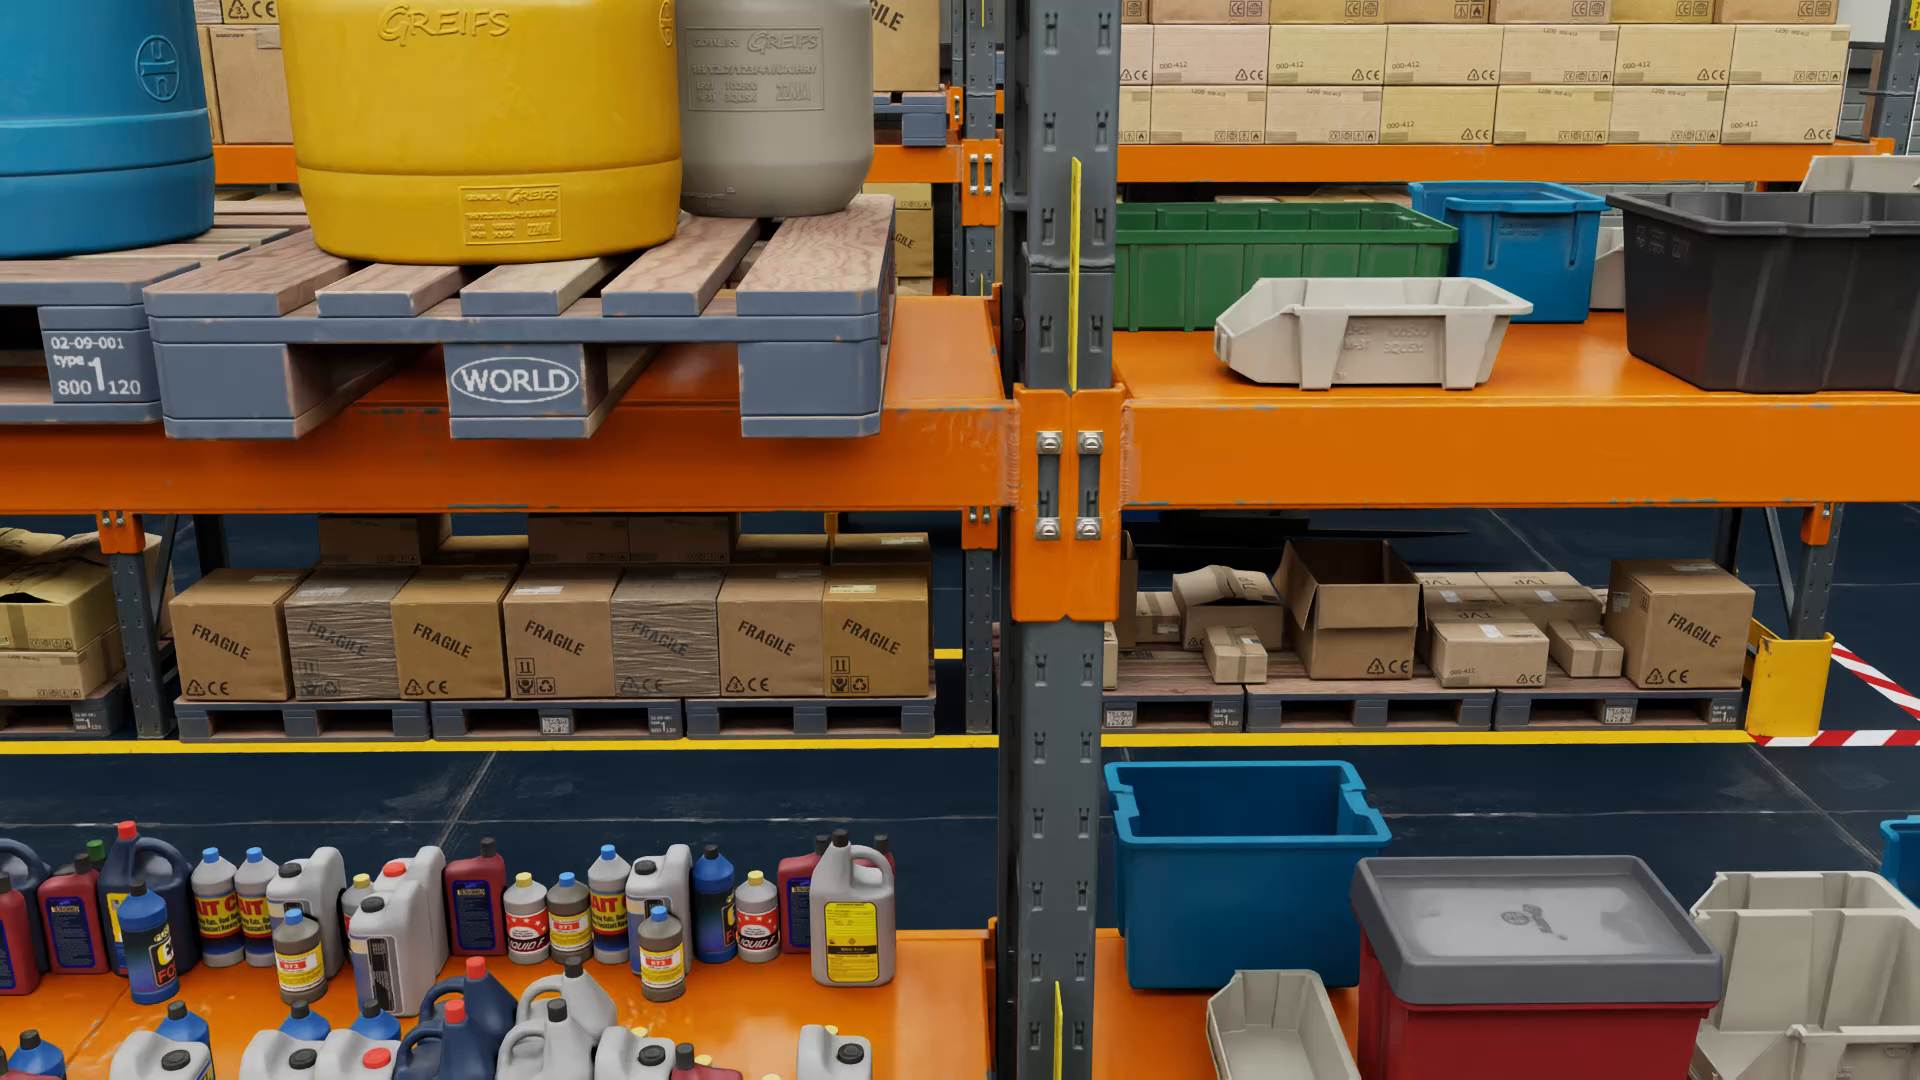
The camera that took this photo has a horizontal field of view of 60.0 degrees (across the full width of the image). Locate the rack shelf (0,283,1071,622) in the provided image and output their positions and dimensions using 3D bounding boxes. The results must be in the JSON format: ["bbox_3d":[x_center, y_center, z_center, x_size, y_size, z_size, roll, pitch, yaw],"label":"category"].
[{"bbox_3d":[-1.841,-0.195,3.012,4.000,0.370,1.077,0,18,-1],"label":"rack shelf"}]

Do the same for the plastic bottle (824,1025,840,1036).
[{"bbox_3d":[-0.251,1.038,3.226,0.097,0.201,0.097,0,18,0],"label":"plastic bottle"}]

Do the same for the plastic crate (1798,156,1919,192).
[{"bbox_3d":[1.937,-0.594,3.271,0.530,0.282,0.437,0,18,-1],"label":"plastic crate"}]

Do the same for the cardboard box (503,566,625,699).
[{"bbox_3d":[-1.909,0.444,8.125,0.500,0.500,0.500,-1,18,-3],"label":"cardboard box"}]

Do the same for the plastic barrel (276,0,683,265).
[{"bbox_3d":[-0.751,-0.770,2.632,0.600,0.588,0.600,0,18,0],"label":"plastic barrel"}]

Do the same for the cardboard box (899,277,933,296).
[{"bbox_3d":[-0.332,-1.947,12.584,0.250,0.149,0.380,0,18,0],"label":"cardboard box"}]

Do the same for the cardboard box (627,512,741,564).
[{"bbox_3d":[-1.404,-0.075,8.516,0.500,0.250,0.500,0,18,-1],"label":"cardboard box"}]

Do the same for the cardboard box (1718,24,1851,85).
[{"bbox_3d":[3.574,-2.166,7.405,0.500,0.250,0.500,0,18,-1],"label":"cardboard box"}]

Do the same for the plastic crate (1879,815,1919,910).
[{"bbox_3d":[2.289,0.821,3.752,0.300,0.233,0.416,0,18,-1],"label":"plastic crate"}]

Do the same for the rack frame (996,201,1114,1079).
[{"bbox_3d":[0.158,0.881,3.390,0.127,3.000,1.000,0,18,-1],"label":"rack frame"}]

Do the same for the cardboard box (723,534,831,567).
[{"bbox_3d":[-0.937,0.283,8.627,0.500,0.500,0.500,0,18,0],"label":"cardboard box"}]

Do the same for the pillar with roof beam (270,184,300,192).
[{"bbox_3d":[-5.243,-3.925,8.552,0.400,9.000,9.100,0,18,-1],"label":"pillar with roof beam"}]

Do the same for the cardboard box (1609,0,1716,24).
[{"bbox_3d":[3.069,-2.619,7.590,0.500,0.500,0.700,0,18,-1],"label":"cardboard box"}]

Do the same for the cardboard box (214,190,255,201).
[{"bbox_3d":[-5.713,-2.364,12.624,0.500,0.500,0.700,0,18,-1],"label":"cardboard box"}]

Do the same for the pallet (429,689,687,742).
[{"bbox_3d":[-1.952,0.718,8.463,1.213,0.211,1.003,0,18,-1],"label":"pallet"}]

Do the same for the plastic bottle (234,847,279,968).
[{"bbox_3d":[-1.585,0.826,3.773,0.097,0.271,0.097,0,18,0],"label":"plastic bottle"}]

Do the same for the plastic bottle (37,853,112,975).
[{"bbox_3d":[-1.981,0.835,3.724,0.133,0.283,0.061,0,18,-1],"label":"plastic bottle"}]

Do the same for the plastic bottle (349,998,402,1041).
[{"bbox_3d":[-1.121,1.009,3.202,0.097,0.271,0.097,0,18,0],"label":"plastic bottle"}]

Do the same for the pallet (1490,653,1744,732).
[{"bbox_3d":[3.210,0.681,8.579,1.213,0.211,1.003,0,18,-1],"label":"pallet"}]

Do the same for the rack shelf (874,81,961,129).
[{"bbox_3d":[-1.998,-3.221,12.444,4.000,0.370,1.077,0,18,-1],"label":"rack shelf"}]

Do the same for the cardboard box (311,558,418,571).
[{"bbox_3d":[-2.984,0.292,8.599,0.500,0.500,0.500,0,18,1],"label":"cardboard box"}]

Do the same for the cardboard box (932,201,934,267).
[{"bbox_3d":[-0.462,-2.418,12.992,0.500,0.500,0.500,-1,18,-3],"label":"cardboard box"}]

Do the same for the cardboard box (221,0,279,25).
[{"bbox_3d":[-2.969,-2.567,7.428,0.500,0.500,0.500,0,18,-1],"label":"cardboard box"}]

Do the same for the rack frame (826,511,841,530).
[{"bbox_3d":[-0.842,-0.739,10.897,0.032,1.500,0.500,1,18,3],"label":"rack frame"}]

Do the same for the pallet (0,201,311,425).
[{"bbox_3d":[-1.758,-0.417,2.836,1.213,0.211,1.003,0,18,-1],"label":"pallet"}]

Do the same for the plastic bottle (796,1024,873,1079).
[{"bbox_3d":[-0.231,1.041,3.096,0.135,0.276,0.152,0,18,-1],"label":"plastic bottle"}]

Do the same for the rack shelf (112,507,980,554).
[{"bbox_3d":[-1.916,-0.280,8.186,4.000,0.370,1.077,0,18,-1],"label":"rack shelf"}]

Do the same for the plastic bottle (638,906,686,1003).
[{"bbox_3d":[-0.656,0.901,3.653,0.097,0.201,0.097,0,18,0],"label":"plastic bottle"}]

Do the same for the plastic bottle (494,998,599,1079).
[{"bbox_3d":[-0.756,1.009,3.073,0.185,0.351,0.144,0,18,-1],"label":"plastic bottle"}]

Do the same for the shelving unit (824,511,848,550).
[{"bbox_3d":[-0.326,-0.730,10.867,1.083,1.500,0.587,1,18,3],"label":"shelving unit"}]

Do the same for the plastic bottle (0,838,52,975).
[{"bbox_3d":[-2.141,0.798,3.730,0.185,0.351,0.144,0,18,-1],"label":"plastic bottle"}]

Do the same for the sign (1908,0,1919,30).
[{"bbox_3d":[4.072,-2.331,7.045,0.005,0.325,0.100,0,18,-1],"label":"sign"}]

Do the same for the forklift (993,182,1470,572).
[{"bbox_3d":[1.726,-1.363,10.498,3.031,2.935,1.130,1,18,3],"label":"forklift"}]

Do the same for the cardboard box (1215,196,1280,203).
[{"bbox_3d":[2.002,-2.294,12.796,0.700,0.700,0.980,-1,18,-4],"label":"cardboard box"}]

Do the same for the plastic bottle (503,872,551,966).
[{"bbox_3d":[-0.987,0.856,3.792,0.097,0.201,0.097,0,18,0],"label":"plastic bottle"}]

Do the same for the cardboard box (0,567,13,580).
[{"bbox_3d":[-4.955,0.312,8.060,0.500,0.311,0.500,-1,18,-2],"label":"cardboard box"}]

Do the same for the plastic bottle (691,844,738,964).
[{"bbox_3d":[-0.561,0.821,3.788,0.097,0.271,0.097,0,18,0],"label":"plastic bottle"}]

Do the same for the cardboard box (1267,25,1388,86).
[{"bbox_3d":[1.574,-2.155,7.371,0.500,0.250,0.500,0,18,-1],"label":"cardboard box"}]

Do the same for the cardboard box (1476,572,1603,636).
[{"bbox_3d":[3.035,0.367,8.774,0.500,0.250,0.500,0,18,-1],"label":"cardboard box"}]

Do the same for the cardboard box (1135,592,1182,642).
[{"bbox_3d":[1.023,0.407,8.816,0.250,0.149,0.380,0,18,-1],"label":"cardboard box"}]

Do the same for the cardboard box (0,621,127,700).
[{"bbox_3d":[-4.438,0.574,8.162,0.500,0.250,0.500,0,18,0],"label":"cardboard box"}]

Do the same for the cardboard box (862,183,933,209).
[{"bbox_3d":[-0.461,-2.620,12.394,0.500,0.250,0.500,0,18,0],"label":"cardboard box"}]

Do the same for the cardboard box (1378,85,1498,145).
[{"bbox_3d":[2.074,-1.922,7.464,0.500,0.250,0.500,0,18,-1],"label":"cardboard box"}]

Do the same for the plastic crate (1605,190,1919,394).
[{"bbox_3d":[1.405,-0.407,2.710,0.590,0.269,0.497,0,18,-1],"label":"plastic crate"}]

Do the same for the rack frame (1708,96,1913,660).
[{"bbox_3d":[4.083,-0.651,8.167,0.127,3.000,1.000,0,18,-1],"label":"rack frame"}]

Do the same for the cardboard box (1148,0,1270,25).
[{"bbox_3d":[1.072,-2.557,7.397,0.500,0.500,0.700,0,18,-1],"label":"cardboard box"}]

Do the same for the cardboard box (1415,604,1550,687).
[{"bbox_3d":[2.593,0.522,8.291,0.500,0.250,0.500,0,18,-1],"label":"cardboard box"}]
